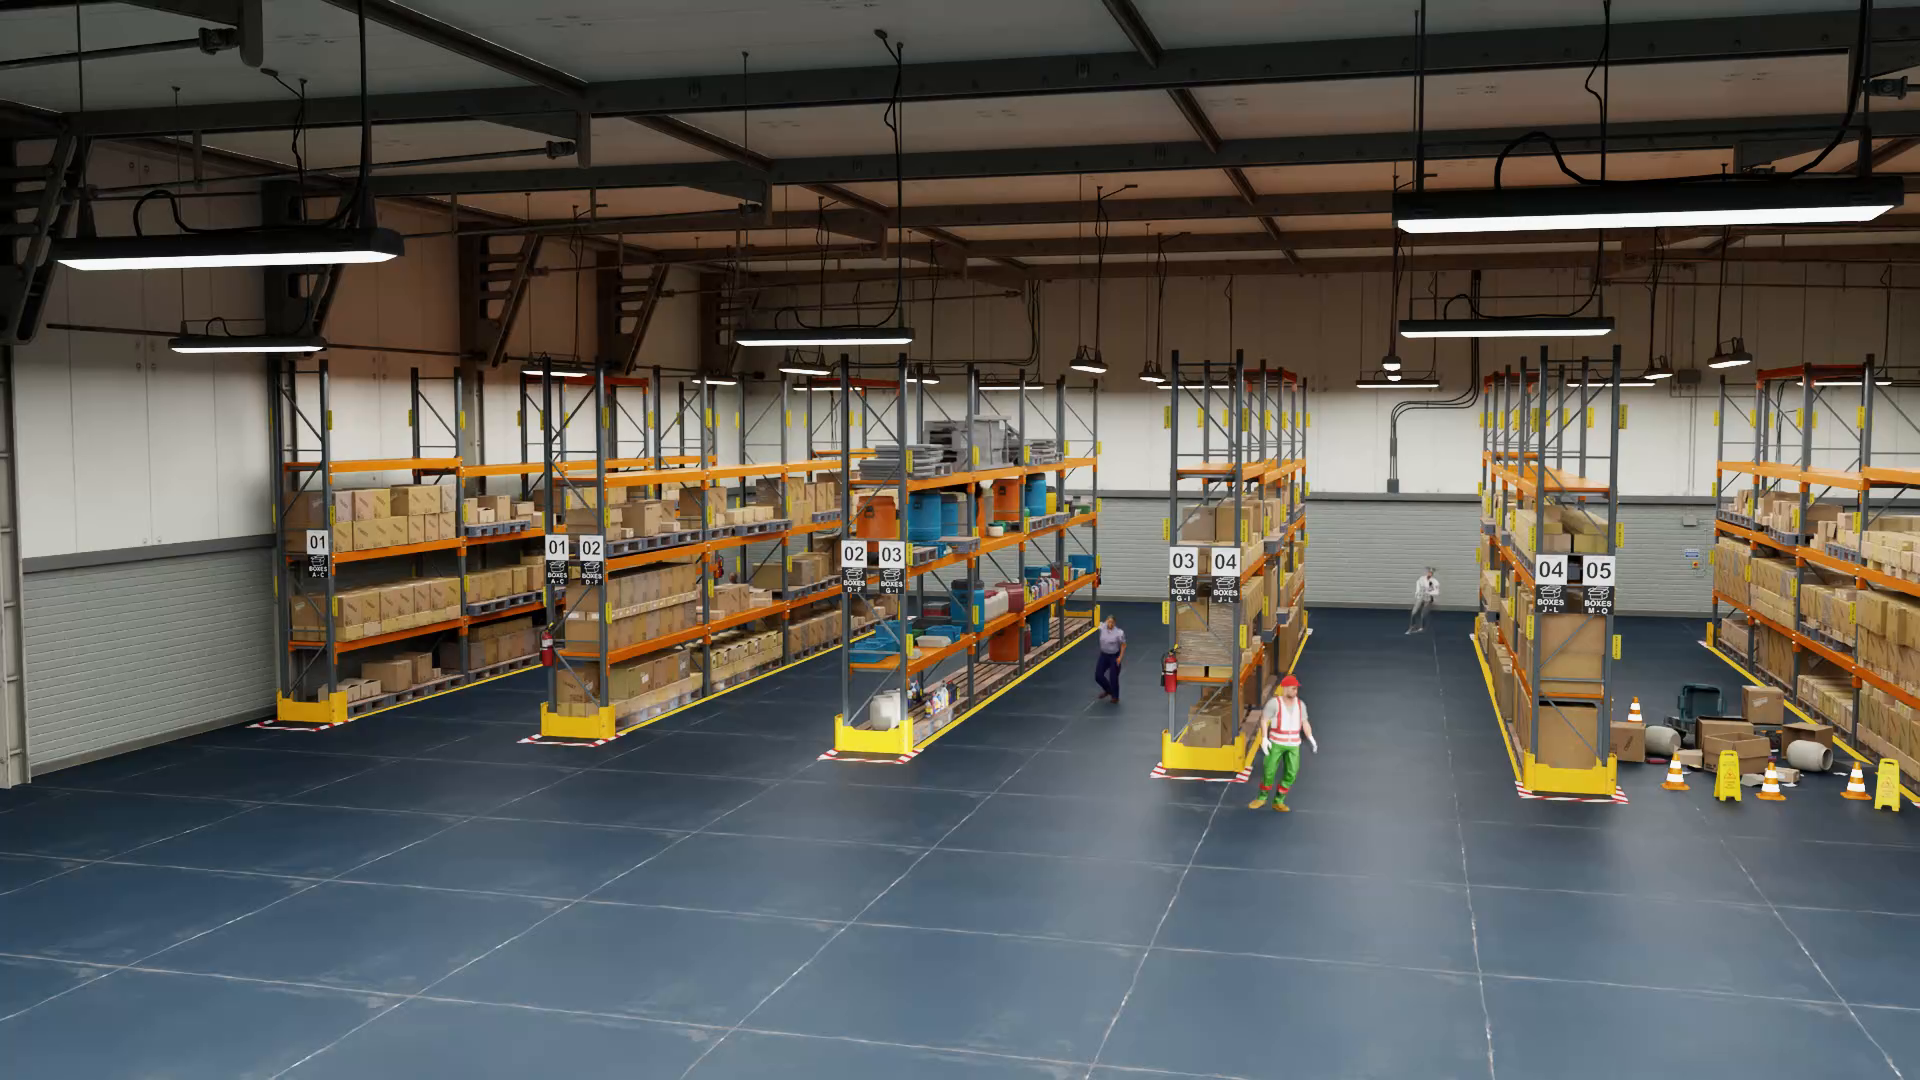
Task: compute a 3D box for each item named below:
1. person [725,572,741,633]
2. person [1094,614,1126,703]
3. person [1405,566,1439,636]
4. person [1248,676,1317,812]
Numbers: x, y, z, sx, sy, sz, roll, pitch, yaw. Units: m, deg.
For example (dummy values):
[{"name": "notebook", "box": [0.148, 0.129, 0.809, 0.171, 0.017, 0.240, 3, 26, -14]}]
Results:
[{"name": "person", "box": [-4.978, 1.554, 36.726, 0.583, 1.677, 0.723, 1, 4, 13]}, {"name": "person", "box": [2.661, 2.096, 29.350, 0.623, 1.603, 0.594, 2, 5, 30]}, {"name": "person", "box": [10.774, 1.418, 38.684, 0.760, 1.657, 0.742, 2, 5, 27]}, {"name": "person", "box": [4.096, 2.601, 21.160, 0.771, 1.752, 0.573, -1, 4, -14]}]
